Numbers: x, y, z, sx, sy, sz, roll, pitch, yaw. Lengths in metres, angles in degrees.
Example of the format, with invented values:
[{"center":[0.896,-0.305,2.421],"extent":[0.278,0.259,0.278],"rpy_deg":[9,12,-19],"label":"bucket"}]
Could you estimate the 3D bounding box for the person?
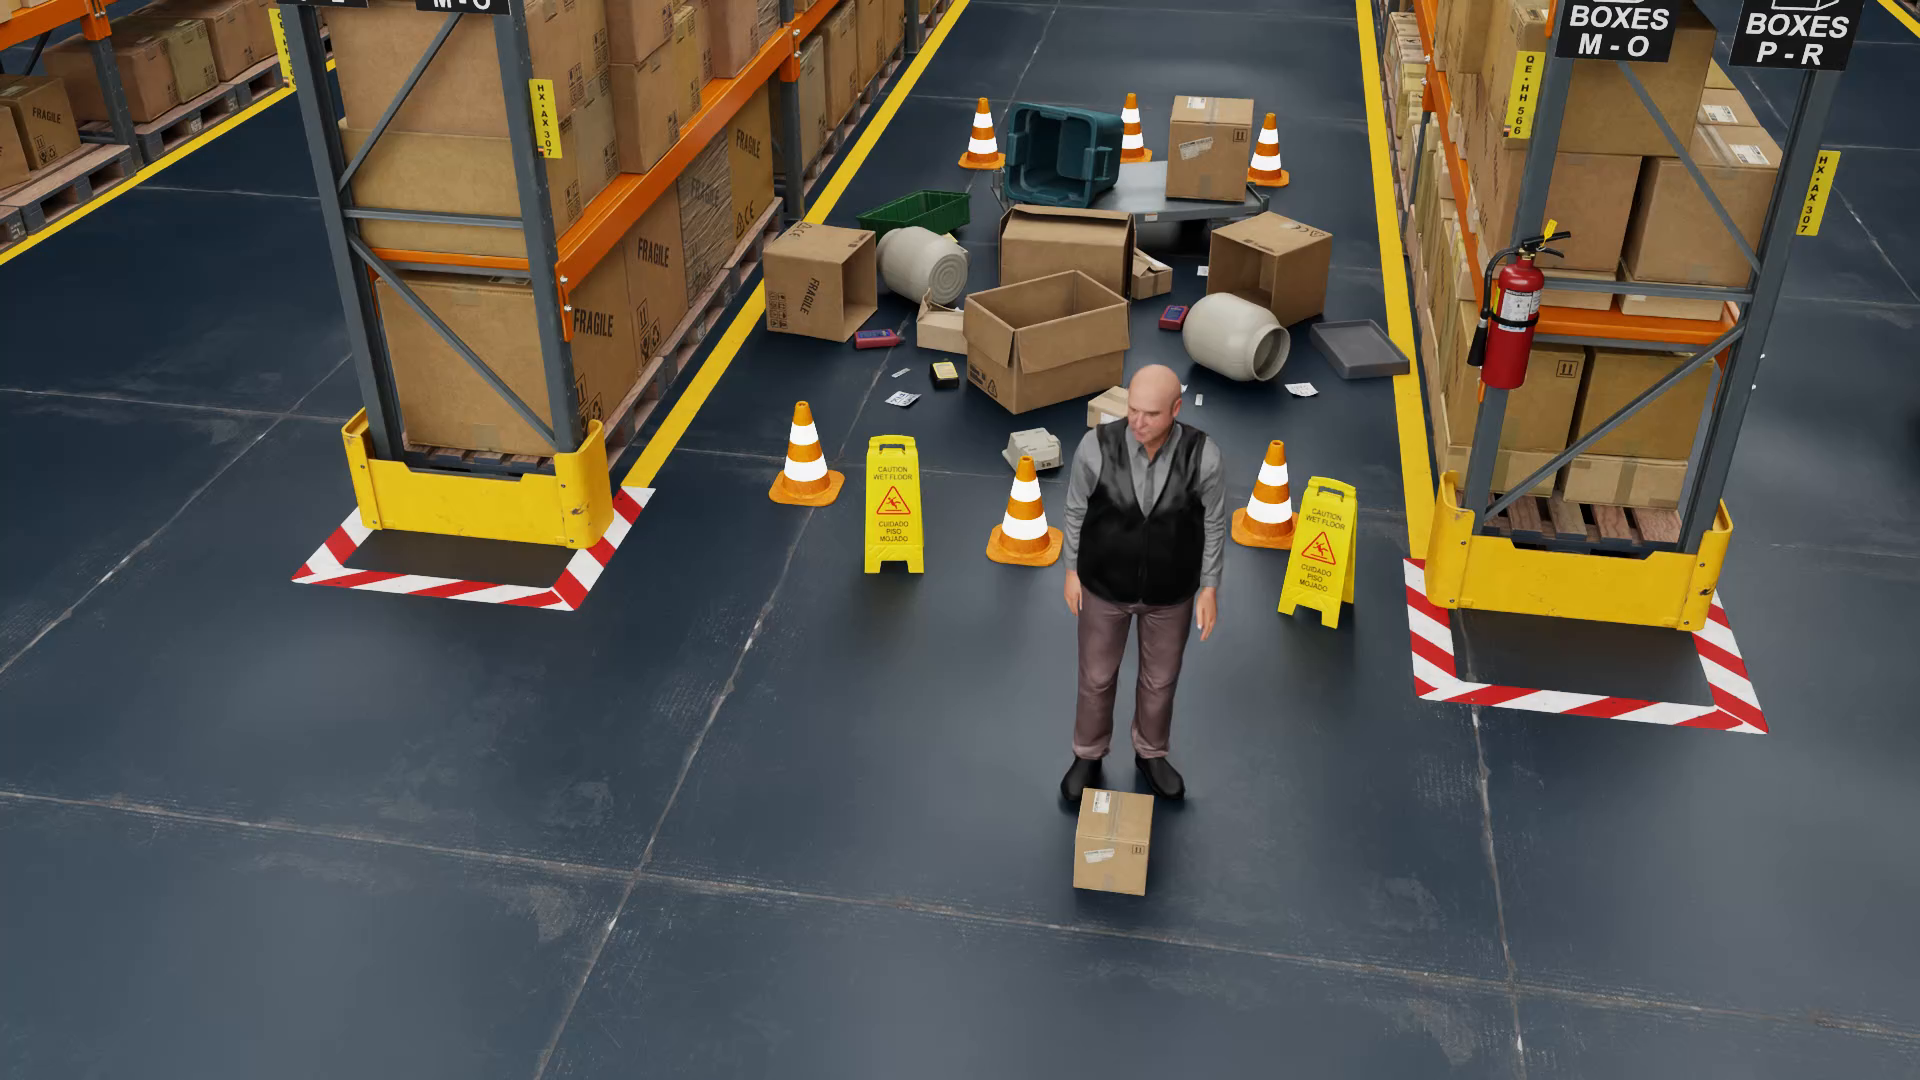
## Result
[{"center":[0.636,0.167,5.859],"extent":[0.558,1.726,0.357],"rpy_deg":[1,32,2],"label":"person"}]
